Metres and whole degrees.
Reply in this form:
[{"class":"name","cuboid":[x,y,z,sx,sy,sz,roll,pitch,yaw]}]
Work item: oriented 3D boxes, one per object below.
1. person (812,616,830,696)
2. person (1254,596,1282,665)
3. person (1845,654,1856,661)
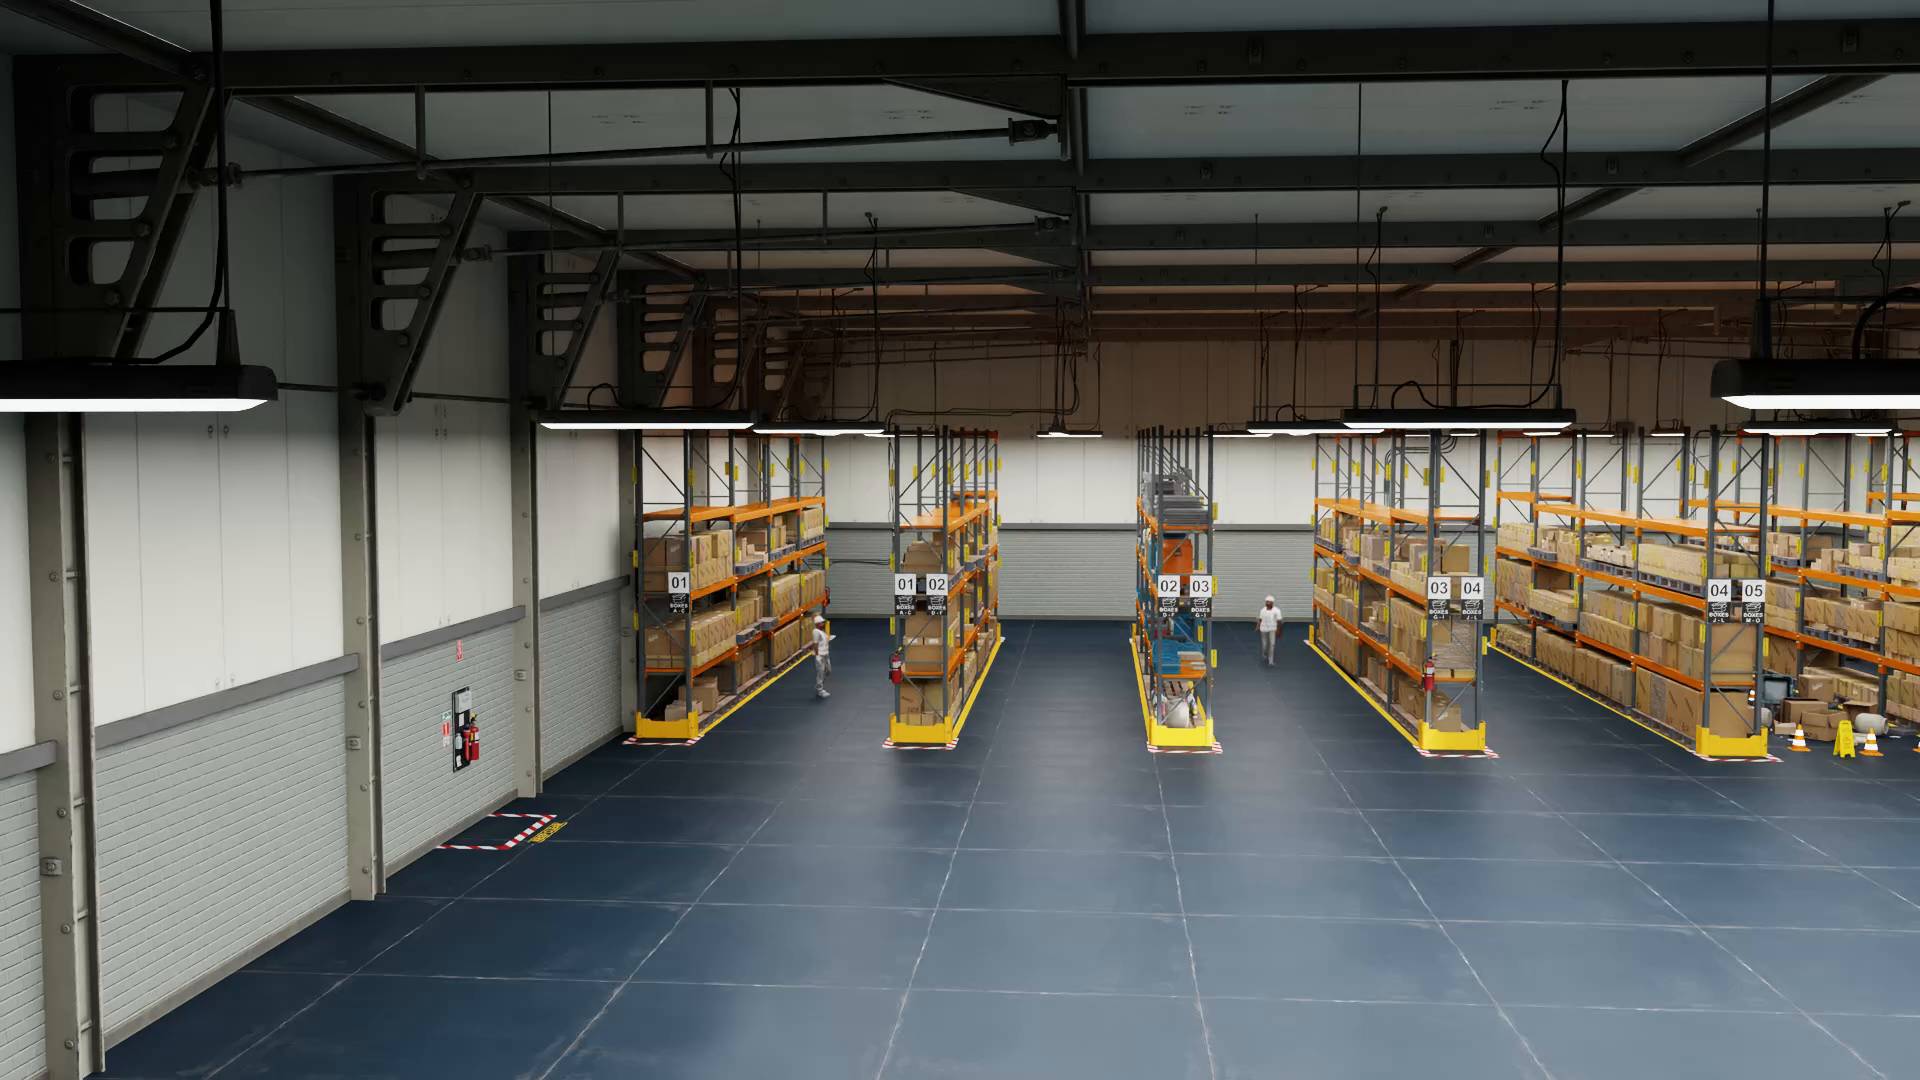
[{"class":"person","cuboid":[-3.112,2.595,37.332,0.516,1.792,0.636,1,4,15]},{"class":"person","cuboid":[7.870,2.306,42.503,0.689,1.729,0.986,1,3,10]},{"class":"person","cuboid":[22.954,2.334,42.928,0.552,1.680,0.572,-1,4,-19]}]
